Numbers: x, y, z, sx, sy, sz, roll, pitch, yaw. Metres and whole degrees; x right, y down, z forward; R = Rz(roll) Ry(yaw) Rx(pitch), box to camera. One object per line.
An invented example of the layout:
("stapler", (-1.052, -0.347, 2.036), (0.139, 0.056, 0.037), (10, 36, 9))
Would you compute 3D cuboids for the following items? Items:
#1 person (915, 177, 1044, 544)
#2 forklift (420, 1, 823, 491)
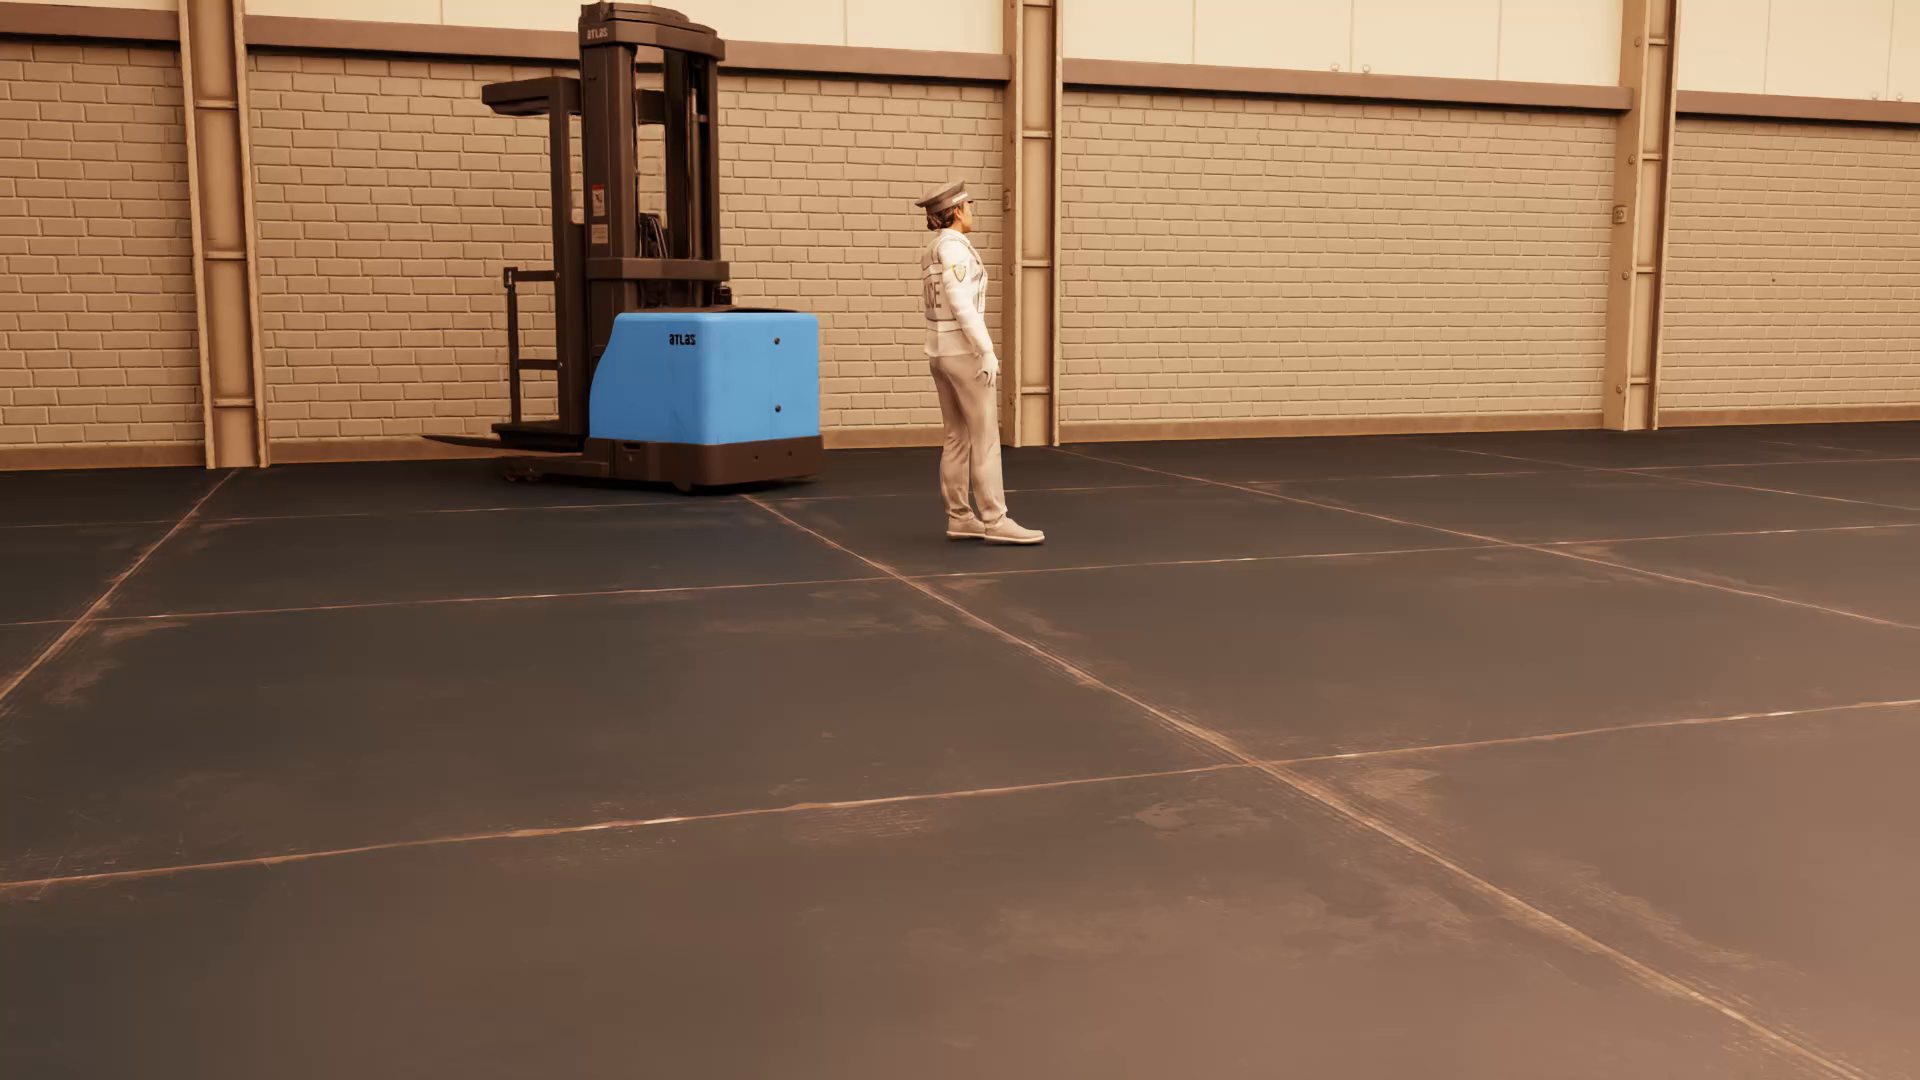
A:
("person", (0.068, -0.849, 7.824), (0.530, 1.694, 0.586), (-3, 8, -18))
("forklift", (-2.350, -1.871, 10.803), (3.031, 2.935, 1.130), (6, 10, 36))
